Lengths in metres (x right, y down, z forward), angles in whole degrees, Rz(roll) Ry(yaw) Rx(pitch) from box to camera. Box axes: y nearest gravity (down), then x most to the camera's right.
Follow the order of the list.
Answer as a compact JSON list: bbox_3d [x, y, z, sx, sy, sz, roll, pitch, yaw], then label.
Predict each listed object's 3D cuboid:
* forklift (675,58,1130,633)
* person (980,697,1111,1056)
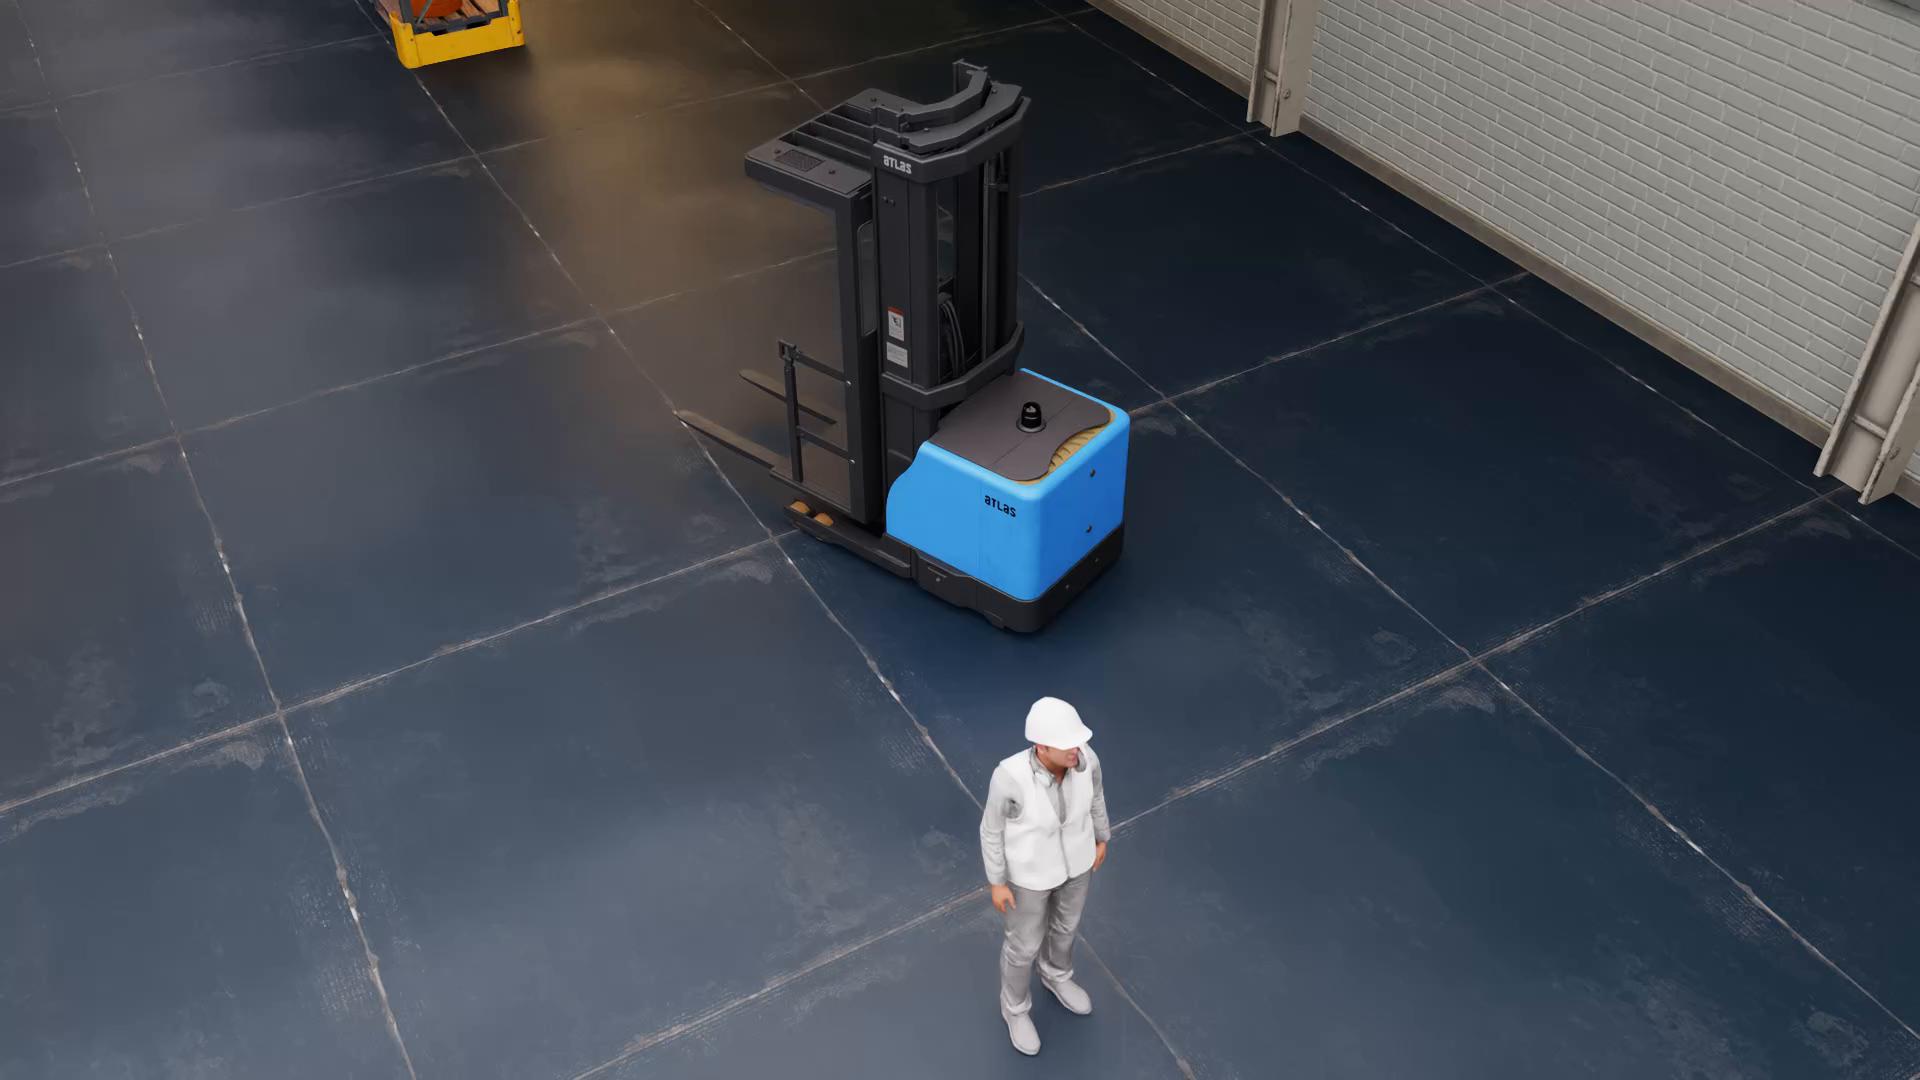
[{"bbox_3d":[-0.481,-1.366,9.683,3.031,2.935,1.130,26,46,28],"label":"forklift"},{"bbox_3d":[0.410,1.432,7.215,0.620,1.783,0.535,-20,44,-23],"label":"person"}]
